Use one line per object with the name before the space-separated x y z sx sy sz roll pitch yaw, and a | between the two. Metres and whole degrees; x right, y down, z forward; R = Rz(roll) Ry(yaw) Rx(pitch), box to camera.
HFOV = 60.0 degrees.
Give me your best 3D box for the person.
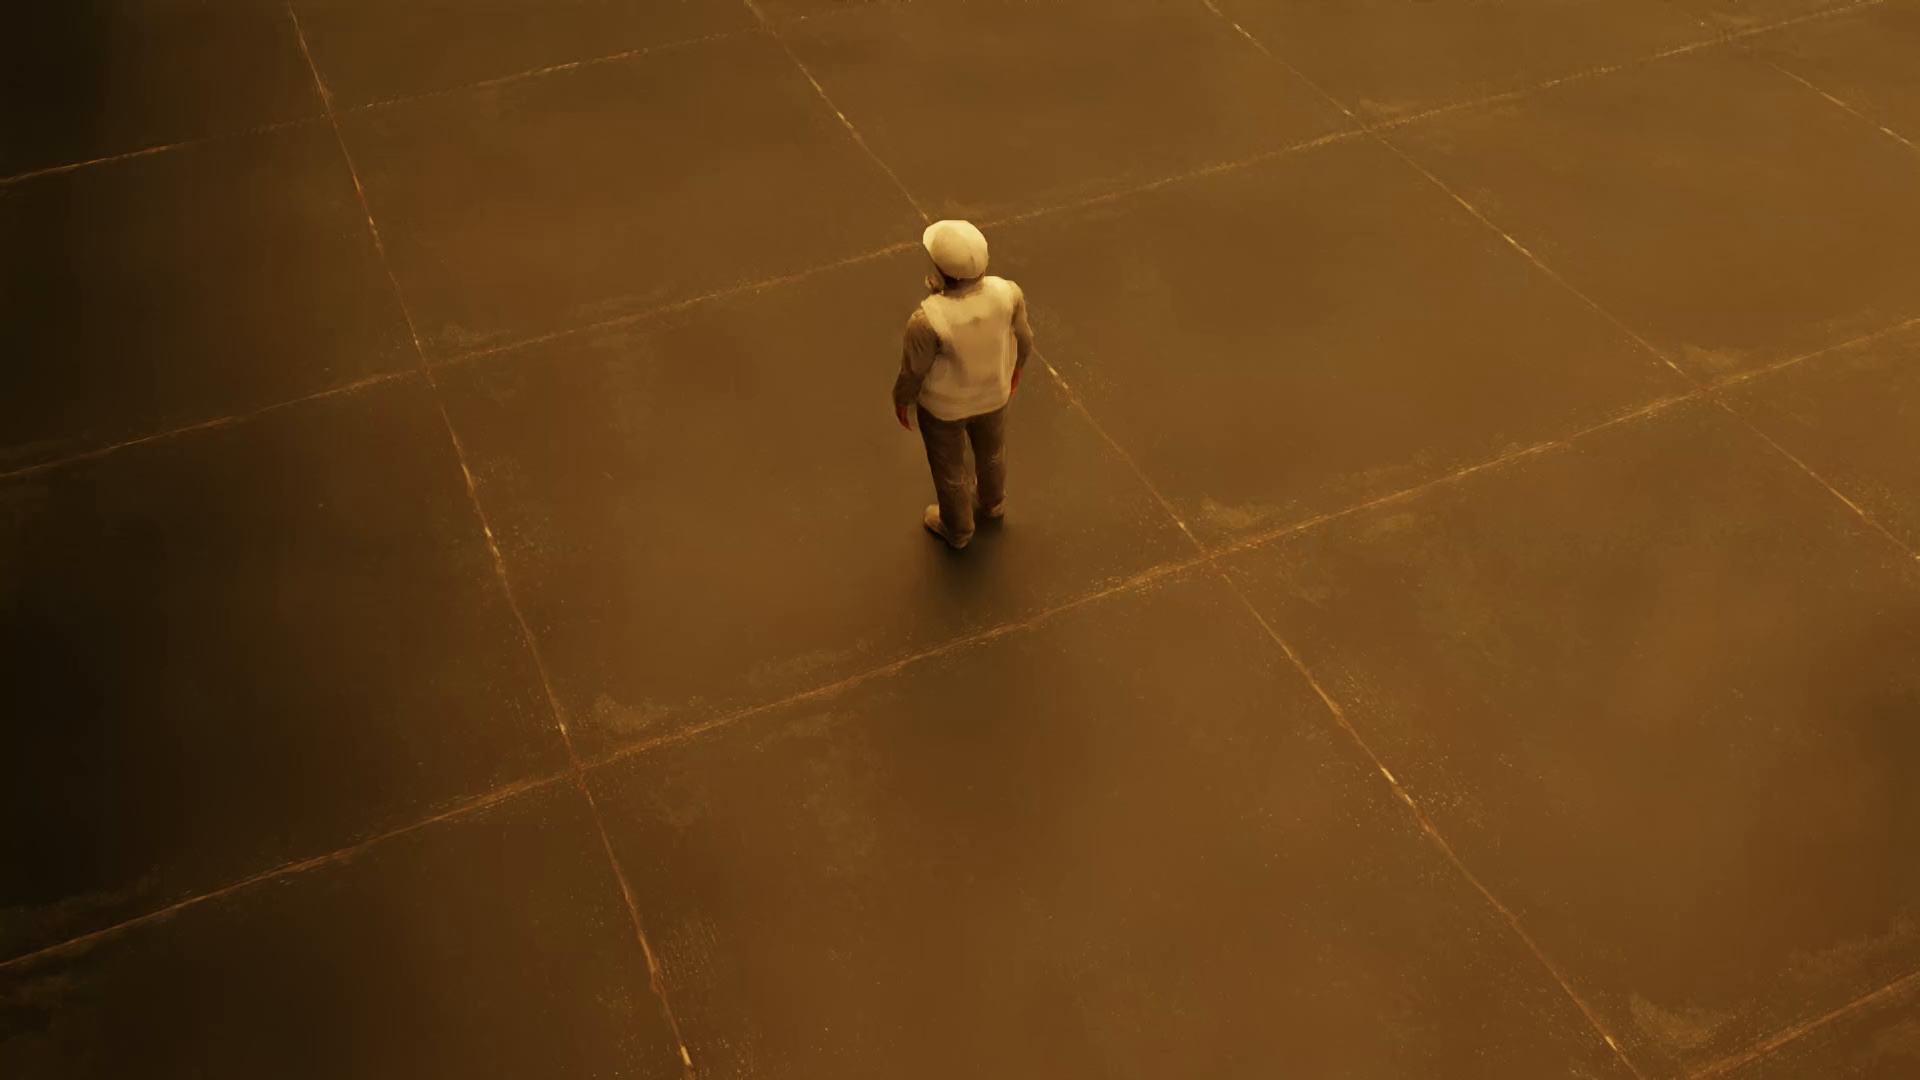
person | -0.019 -0.695 7.262 0.632 1.773 0.567 -18 46 -18
